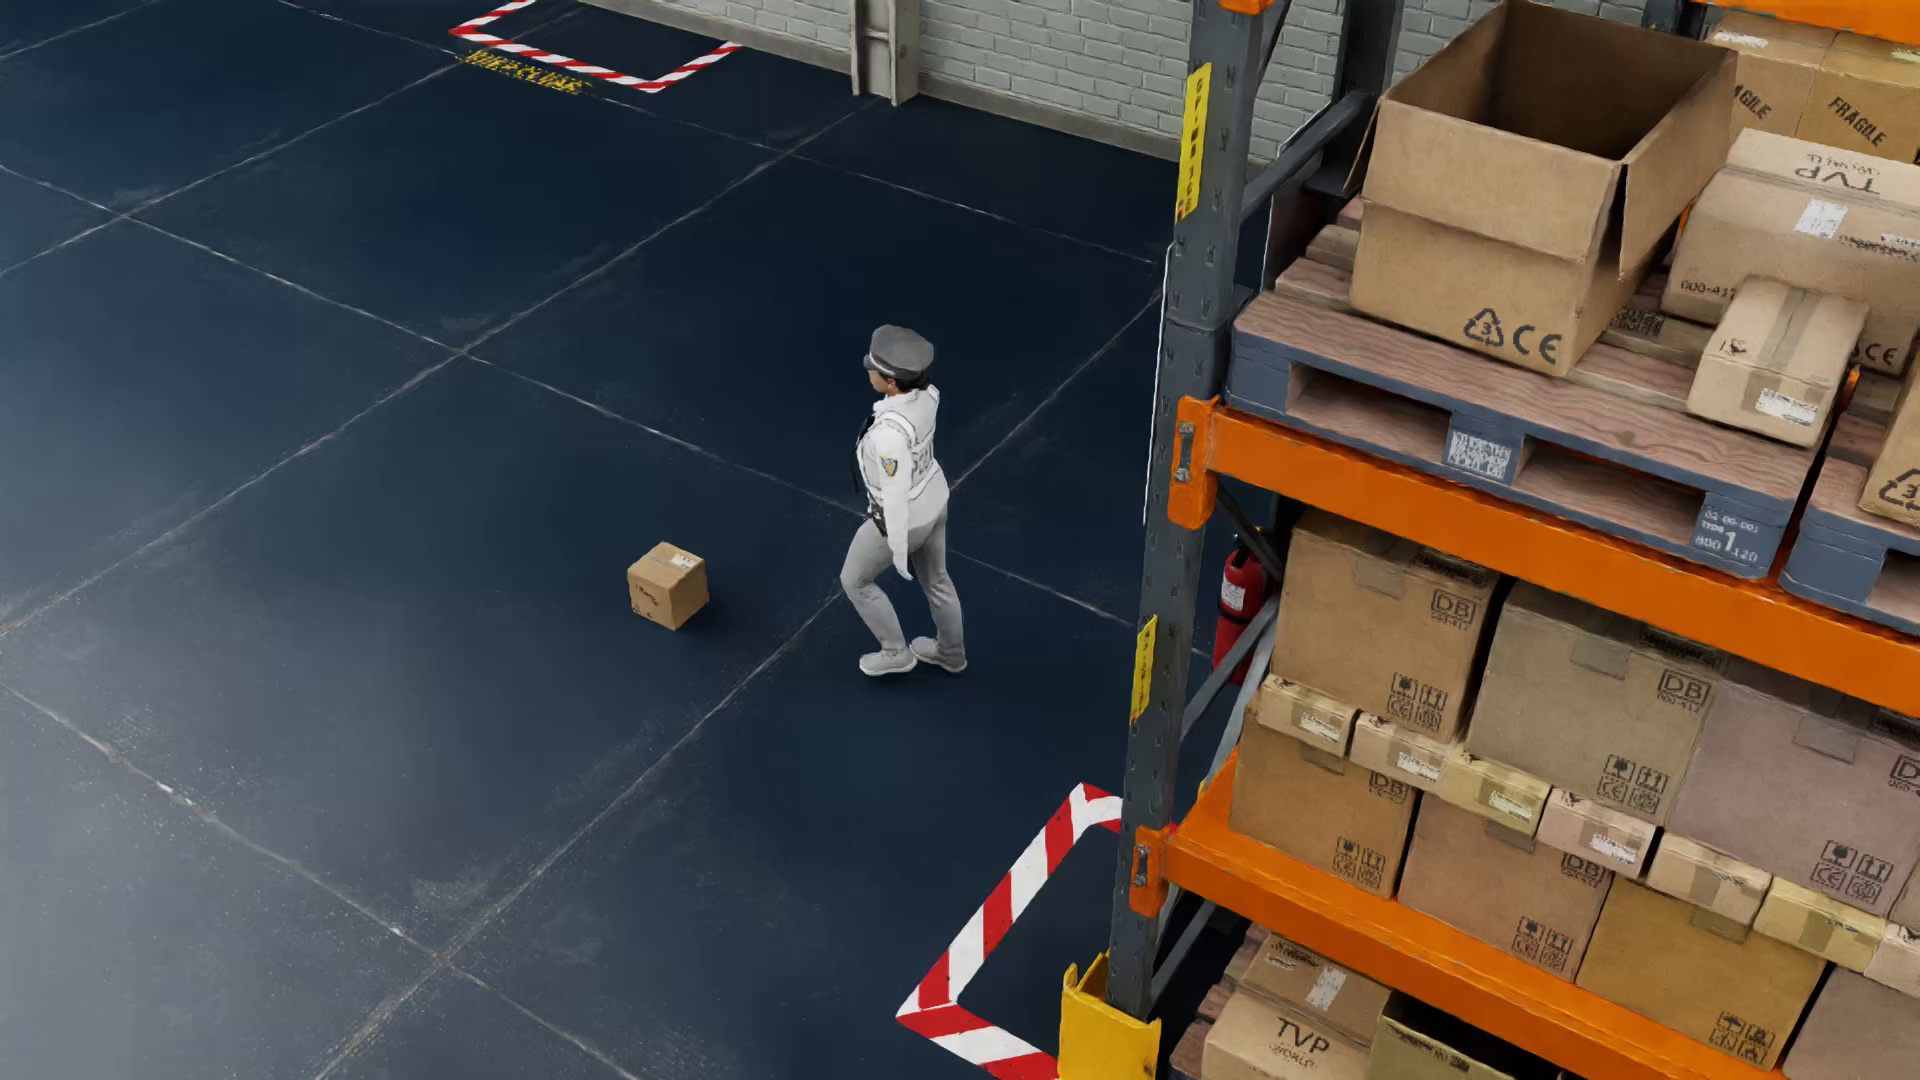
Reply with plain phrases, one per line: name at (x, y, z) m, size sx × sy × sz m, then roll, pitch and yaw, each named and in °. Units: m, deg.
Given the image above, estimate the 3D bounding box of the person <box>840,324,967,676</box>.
person at (-0.224, -0.111, 6.777) m, size 0.495 × 1.672 × 0.509 m, roll 15°, pitch 41°, yaw 18°
